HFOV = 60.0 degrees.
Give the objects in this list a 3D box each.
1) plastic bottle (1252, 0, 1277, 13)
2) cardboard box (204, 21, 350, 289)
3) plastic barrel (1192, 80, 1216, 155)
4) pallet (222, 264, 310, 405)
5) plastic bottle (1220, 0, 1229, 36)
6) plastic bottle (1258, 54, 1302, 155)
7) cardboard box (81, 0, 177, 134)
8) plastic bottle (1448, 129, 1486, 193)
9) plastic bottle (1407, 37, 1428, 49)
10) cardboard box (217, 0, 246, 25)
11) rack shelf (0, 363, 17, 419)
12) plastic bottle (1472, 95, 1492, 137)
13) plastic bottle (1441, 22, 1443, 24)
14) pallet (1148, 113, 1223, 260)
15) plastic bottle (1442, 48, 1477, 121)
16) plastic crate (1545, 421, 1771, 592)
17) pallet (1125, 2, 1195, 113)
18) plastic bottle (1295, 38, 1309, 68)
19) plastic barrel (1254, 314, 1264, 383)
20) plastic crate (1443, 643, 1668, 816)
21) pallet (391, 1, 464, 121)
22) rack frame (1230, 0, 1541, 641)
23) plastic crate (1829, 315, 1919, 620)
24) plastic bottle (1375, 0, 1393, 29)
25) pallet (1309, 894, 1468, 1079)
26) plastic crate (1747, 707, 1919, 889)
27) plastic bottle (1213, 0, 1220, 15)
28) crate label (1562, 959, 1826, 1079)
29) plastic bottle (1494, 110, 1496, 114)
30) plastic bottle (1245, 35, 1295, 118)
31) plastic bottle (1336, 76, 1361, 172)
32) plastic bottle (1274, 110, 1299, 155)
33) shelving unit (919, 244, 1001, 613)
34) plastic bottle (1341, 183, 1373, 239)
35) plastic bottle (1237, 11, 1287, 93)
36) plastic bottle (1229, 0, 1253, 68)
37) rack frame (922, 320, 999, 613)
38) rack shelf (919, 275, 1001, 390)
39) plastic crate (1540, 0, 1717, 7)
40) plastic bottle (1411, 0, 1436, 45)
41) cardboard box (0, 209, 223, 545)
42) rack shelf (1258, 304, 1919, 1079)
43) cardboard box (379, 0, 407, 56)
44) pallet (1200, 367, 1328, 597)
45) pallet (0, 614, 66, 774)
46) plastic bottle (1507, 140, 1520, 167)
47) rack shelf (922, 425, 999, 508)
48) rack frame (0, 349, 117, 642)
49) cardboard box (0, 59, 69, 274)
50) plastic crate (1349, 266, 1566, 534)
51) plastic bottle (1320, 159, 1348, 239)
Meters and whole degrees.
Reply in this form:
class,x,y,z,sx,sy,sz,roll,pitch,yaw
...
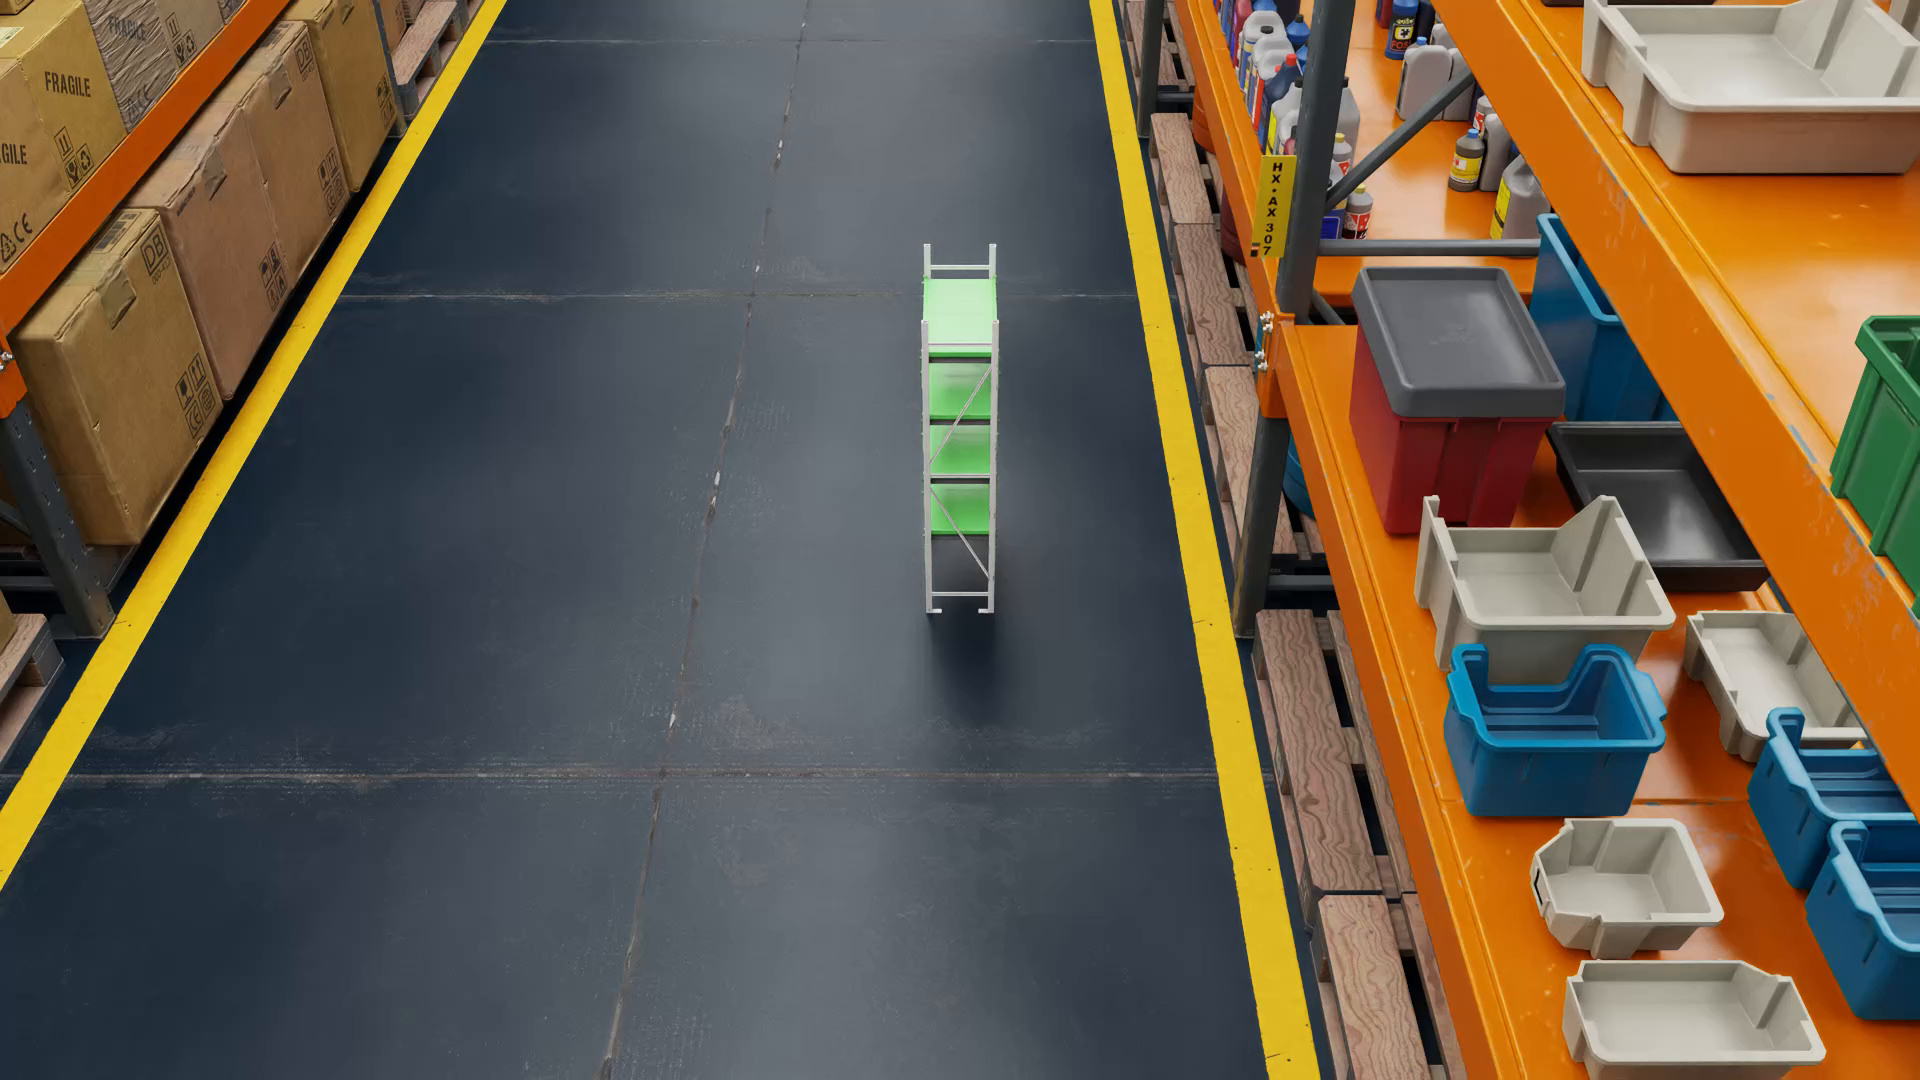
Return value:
class,x,y,z,sx,sy,sz,roll,pitch,yaw
plastic bottle,1.168,-1.983,6.429,0.097,0.271,0.097,0,39,0
cardboard box,-3.524,-1.702,7.338,1.225,0.875,0.875,0,39,0
plastic barrel,1.473,-2.371,8.209,0.600,0.830,0.708,0,39,0
pallet,-3.573,-1.014,7.346,1.003,0.211,1.213,0,39,0
plastic bottle,1.135,-2.173,6.662,0.152,0.276,0.135,0,39,0
plastic bottle,1.132,-1.529,5.799,0.144,0.351,0.185,0,39,0
cardboard box,-3.245,-1.809,6.029,0.500,0.500,0.500,-1,39,-1
plastic bottle,1.716,-1.288,5.617,0.097,0.201,0.097,0,39,0
plastic bottle,1.715,-1.783,6.235,0.097,0.201,0.097,0,39,0
cardboard box,-3.250,-2.450,6.829,0.500,0.500,0.500,-1,39,-2
rack shelf,-3.490,0.677,3.582,1.077,0.370,4.000,0,39,0
plastic bottle,1.867,-1.494,5.874,0.097,0.201,0.097,0,39,0
plastic bottle,1.867,-1.894,6.318,0.097,0.271,0.097,0,39,0
pallet,1.498,-1.779,8.301,1.003,0.211,1.213,0,39,0
plastic bottle,1.840,-1.679,6.045,0.152,0.276,0.135,0,39,0
plastic crate,1.730,-0.075,4.117,0.437,0.125,0.590,0,39,0
pallet,1.494,-2.756,9.520,1.003,0.211,1.213,0,39,0
plastic bottle,1.260,-1.694,6.068,0.097,0.271,0.097,0,39,0
plastic barrel,1.476,-0.986,6.424,0.600,0.901,0.708,0,39,0
plastic crate,1.206,0.401,3.437,0.416,0.233,0.300,0,39,0
pallet,-3.497,-2.757,9.521,1.003,0.211,1.213,0,39,0
rack frame,1.460,-0.858,4.922,1.000,3.000,0.127,0,39,0
plastic crate,1.178,-0.061,1.699,0.450,0.188,0.336,0,39,0
plastic bottle,1.740,-2.231,6.729,0.061,0.283,0.133,0,39,0
pallet,1.504,1.454,4.266,1.003,0.211,1.213,0,39,0
plastic crate,1.792,0.519,3.289,0.416,0.233,0.300,0,39,0
plastic bottle,1.089,-2.321,6.841,0.061,0.283,0.133,0,39,0
crate label,1.272,0.857,2.944,0.396,0.136,0.243,0,39,0
plastic bottle,1.868,-1.399,5.700,0.097,0.271,0.097,0,39,0
plastic bottle,1.135,-1.684,6.052,0.152,0.276,0.135,0,39,0
plastic bottle,1.276,-1.414,5.655,0.144,0.351,0.185,0,39,0
plastic bottle,1.136,-1.285,5.554,0.152,0.276,0.135,0,39,0
shelving unit,0.000,-0.365,5.746,0.258,1.200,0.503,0,39,0
plastic bottle,1.261,-1.039,5.306,0.097,0.201,0.097,0,39,0
plastic bottle,1.135,-1.829,6.233,0.152,0.276,0.135,0,39,0
plastic bottle,1.089,-1.977,6.411,0.061,0.283,0.133,0,39,0
rack frame,0.000,-0.212,5.555,0.240,1.200,0.015,0,39,0
rack shelf,0.000,-0.689,5.485,0.258,0.148,0.480,0,39,0
plastic crate,1.188,-1.201,3.056,0.497,0.269,0.590,0,39,0
plastic bottle,1.843,-2.075,6.479,0.144,0.351,0.185,0,39,0
cardboard box,-3.513,-0.590,5.950,1.225,0.875,0.875,0,39,0
rack shelf,1.463,0.673,3.587,1.077,0.370,4.000,0,39,0
cardboard box,-3.518,-2.971,9.206,0.700,0.500,0.500,-2,39,-2
pallet,1.501,-0.253,6.397,1.003,0.211,1.213,0,39,0
pallet,-3.570,0.709,5.197,1.003,0.211,1.213,0,39,0
plastic bottle,1.868,-1.254,5.519,0.097,0.271,0.097,0,39,0
rack shelf,0.000,-0.315,5.786,0.258,0.148,0.480,0,39,0
rack frame,-3.493,-0.855,4.918,1.000,3.000,0.127,0,39,0
cardboard box,-3.243,-1.182,5.246,0.500,0.500,0.500,0,39,0
plastic crate,1.211,-0.348,4.187,0.402,0.464,0.583,0,39,0
plastic bottle,1.137,-1.056,5.268,0.152,0.276,0.135,0,39,0
